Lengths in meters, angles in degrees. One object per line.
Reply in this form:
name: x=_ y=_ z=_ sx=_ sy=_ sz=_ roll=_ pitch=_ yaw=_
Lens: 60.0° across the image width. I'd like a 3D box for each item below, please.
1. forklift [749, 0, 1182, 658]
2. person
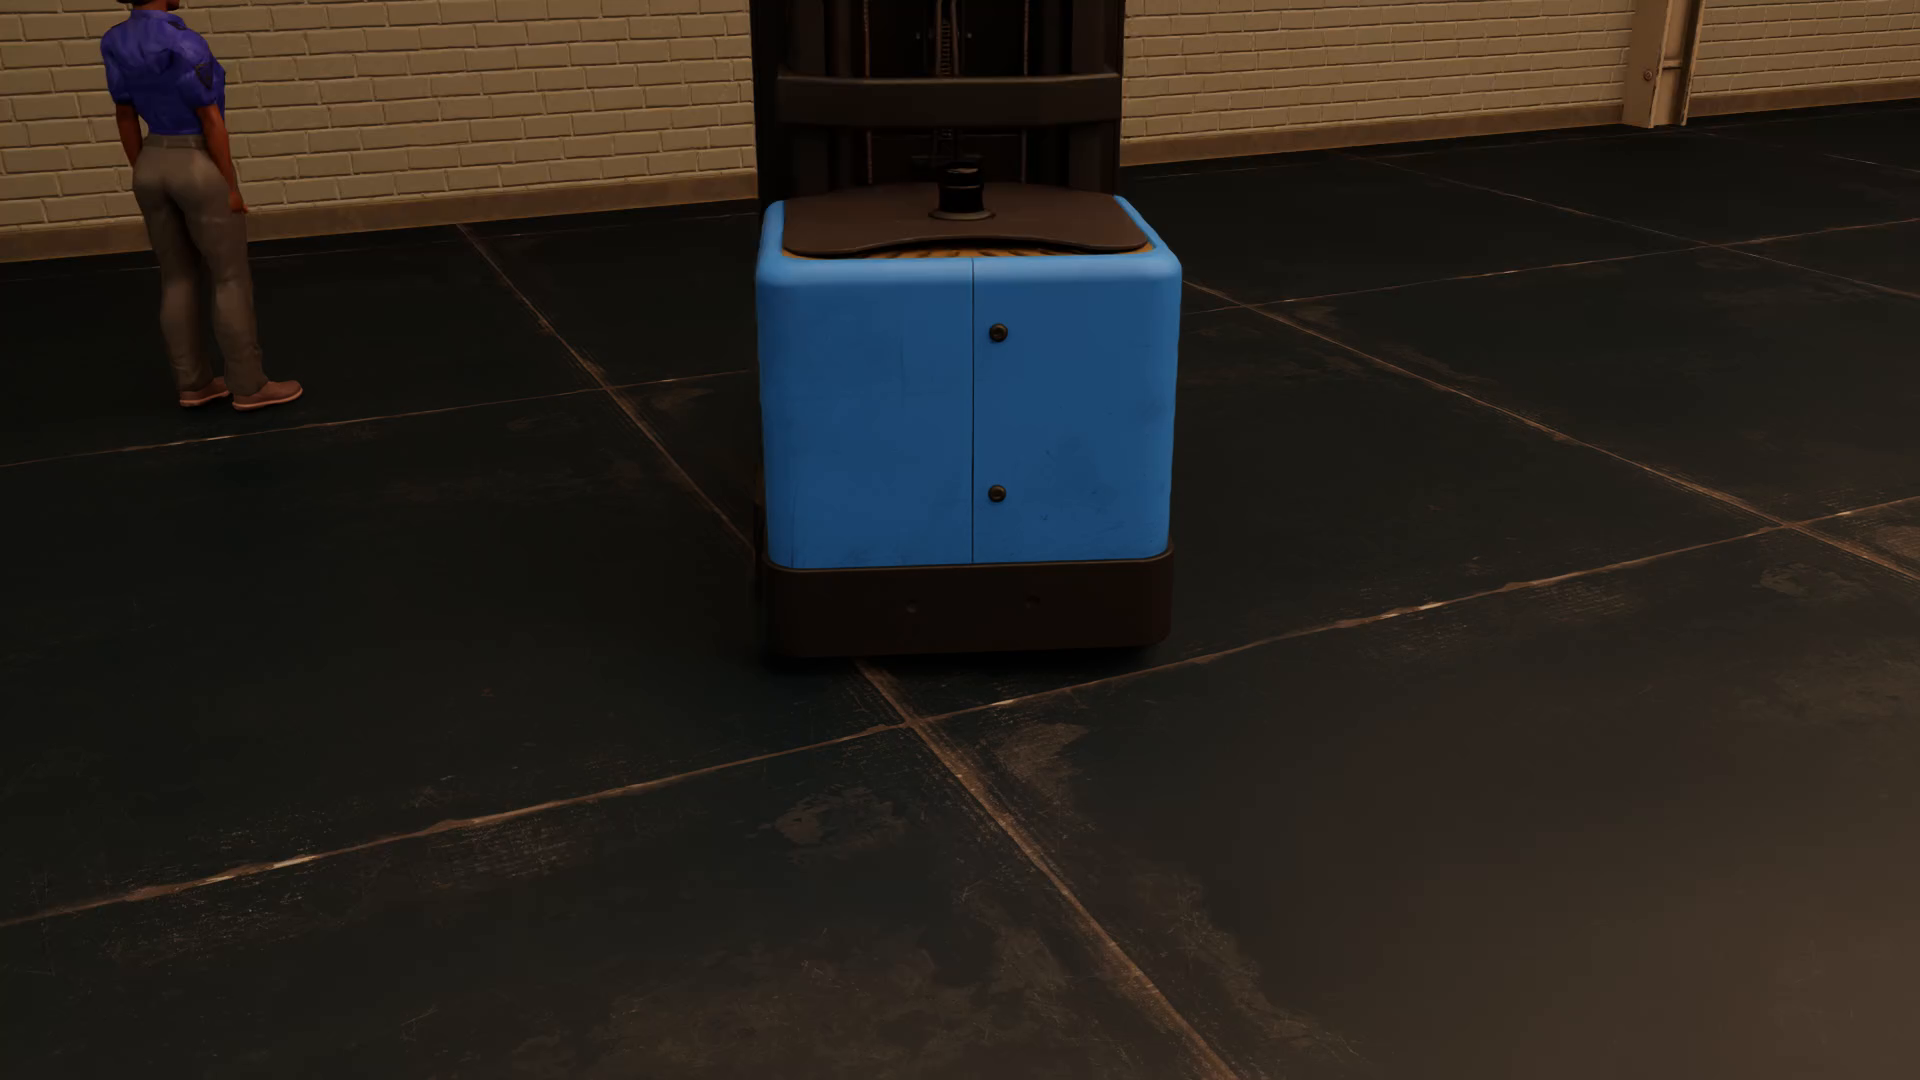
forklift: x=-0.085 y=-1.580 z=5.089 sx=1.130 sy=2.935 sz=3.031 roll=-2 pitch=23 yaw=-4
person: x=-2.795 y=-1.296 z=6.070 sx=0.453 sy=1.660 sz=0.339 roll=6 pitch=23 yaw=15
